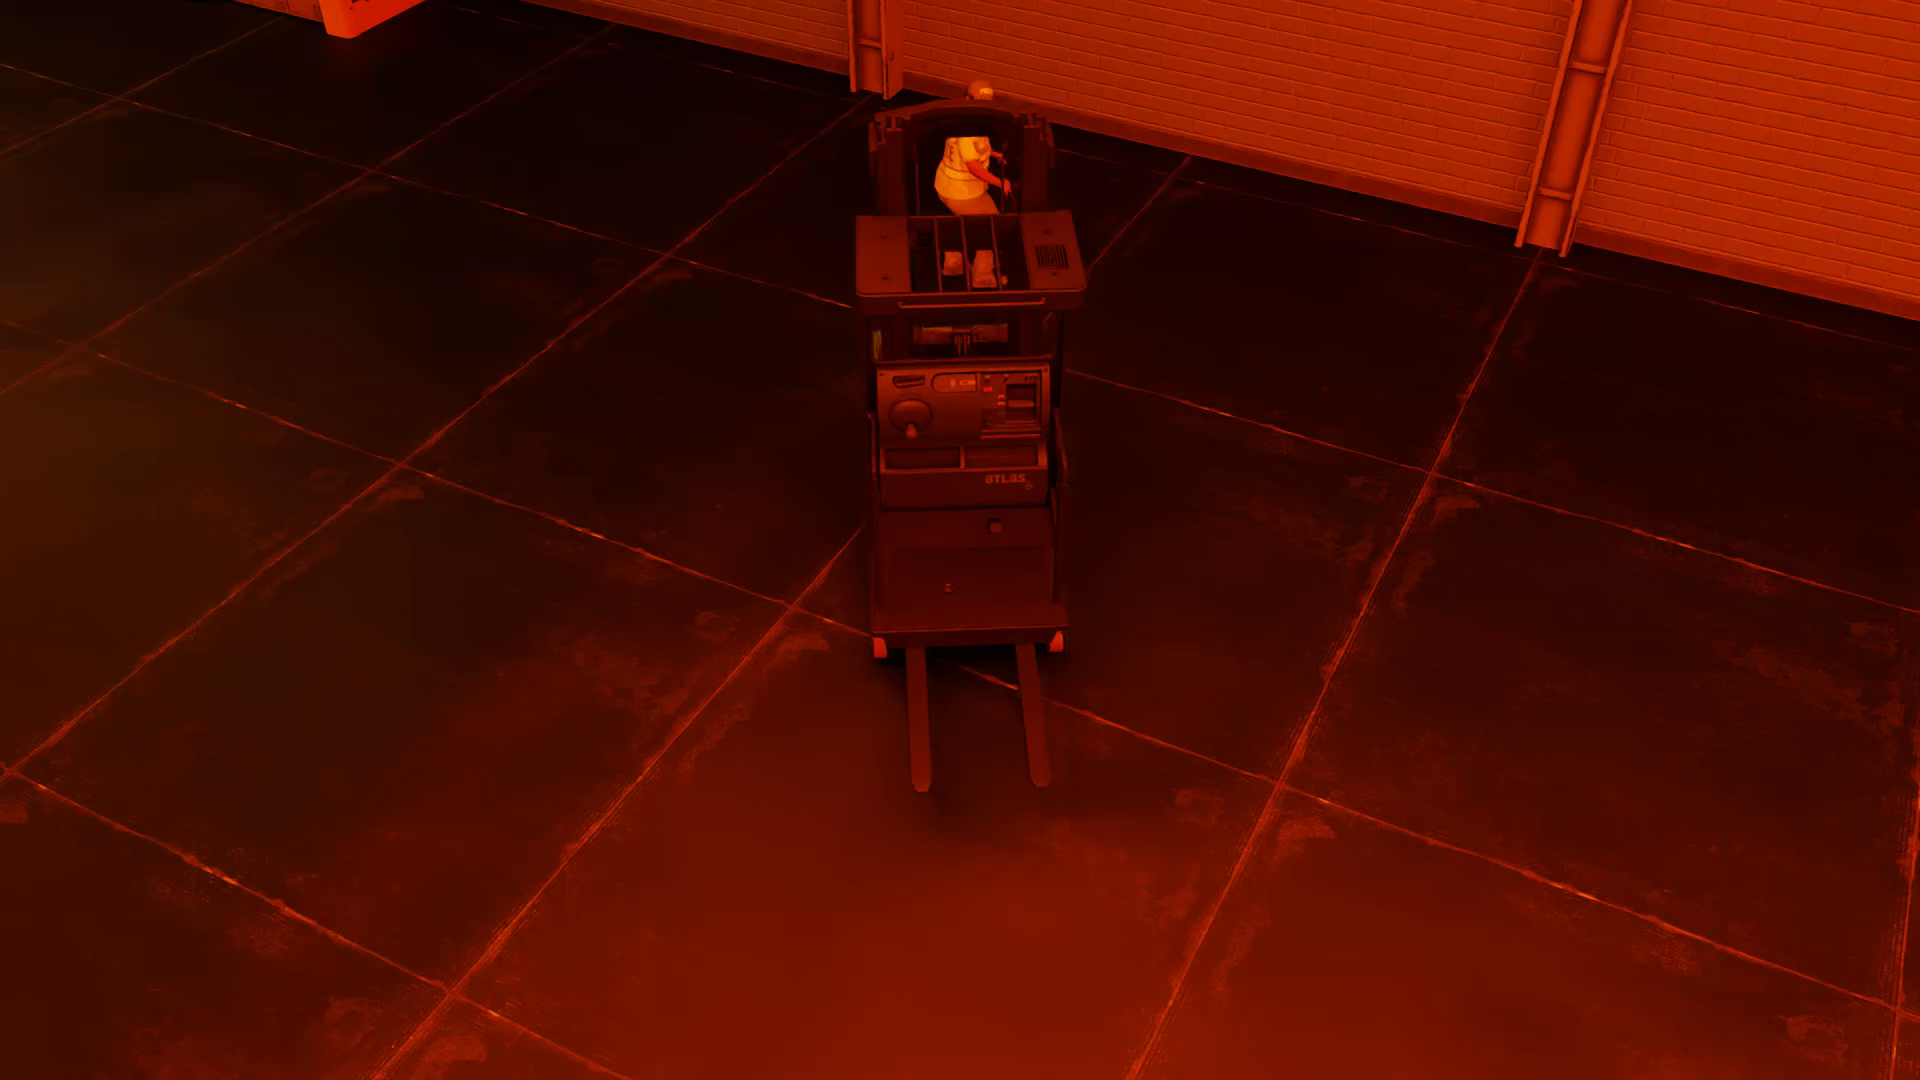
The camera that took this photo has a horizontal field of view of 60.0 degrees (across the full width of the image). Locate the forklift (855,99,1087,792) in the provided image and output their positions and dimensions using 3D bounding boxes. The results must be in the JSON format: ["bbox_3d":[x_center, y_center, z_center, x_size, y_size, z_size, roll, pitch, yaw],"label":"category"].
[{"bbox_3d":[0.033,-0.664,8.775,1.130,2.935,3.031,-2,40,-2],"label":"forklift"}]

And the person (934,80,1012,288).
[{"bbox_3d":[0.123,-2.574,12.112,0.630,1.622,0.719,-12,42,-14],"label":"person"}]
